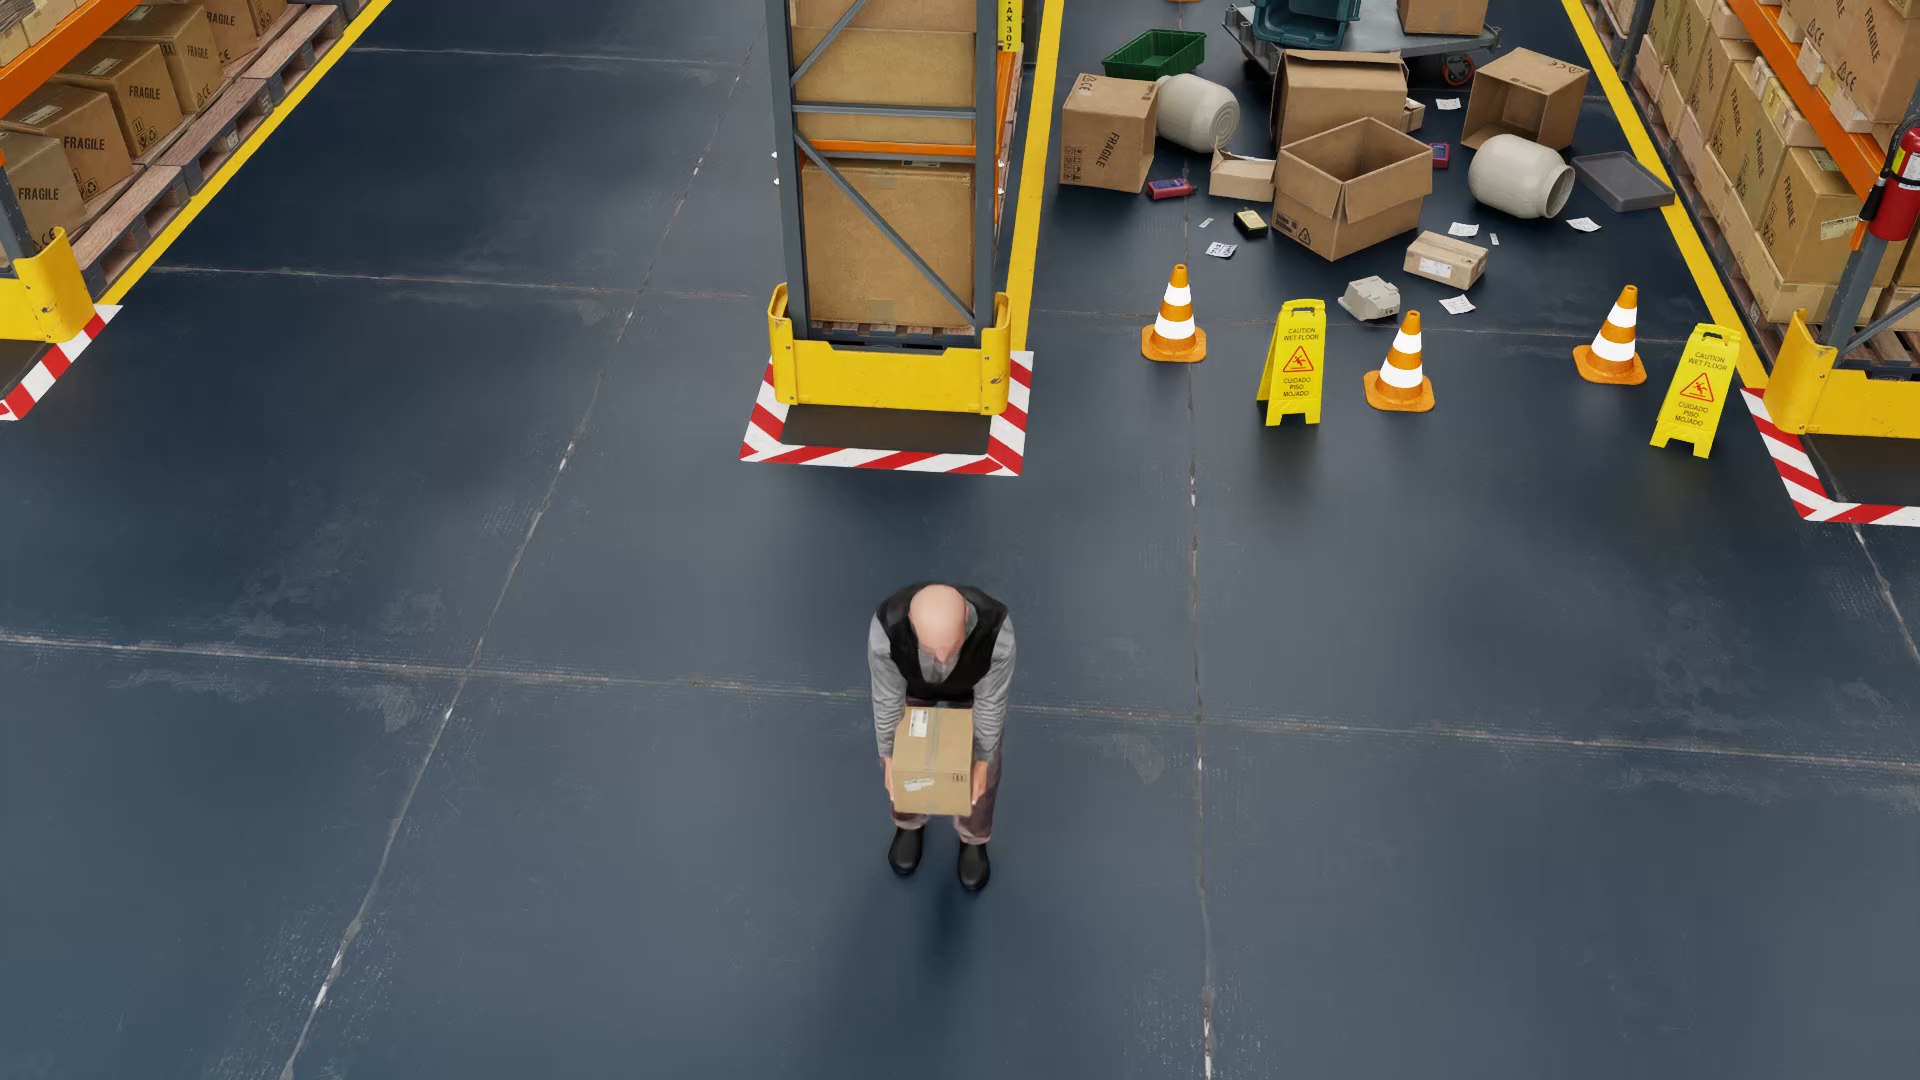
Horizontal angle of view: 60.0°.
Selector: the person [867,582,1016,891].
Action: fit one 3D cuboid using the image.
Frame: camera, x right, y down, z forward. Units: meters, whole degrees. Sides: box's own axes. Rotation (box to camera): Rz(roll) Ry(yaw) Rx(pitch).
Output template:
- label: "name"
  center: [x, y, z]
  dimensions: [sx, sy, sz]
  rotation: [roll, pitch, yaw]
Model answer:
- label: "person"
  center: [-0.054, 0.601, 5.572]
  dimensions: [0.474, 1.576, 0.699]
  rotation: [2, 40, 3]
